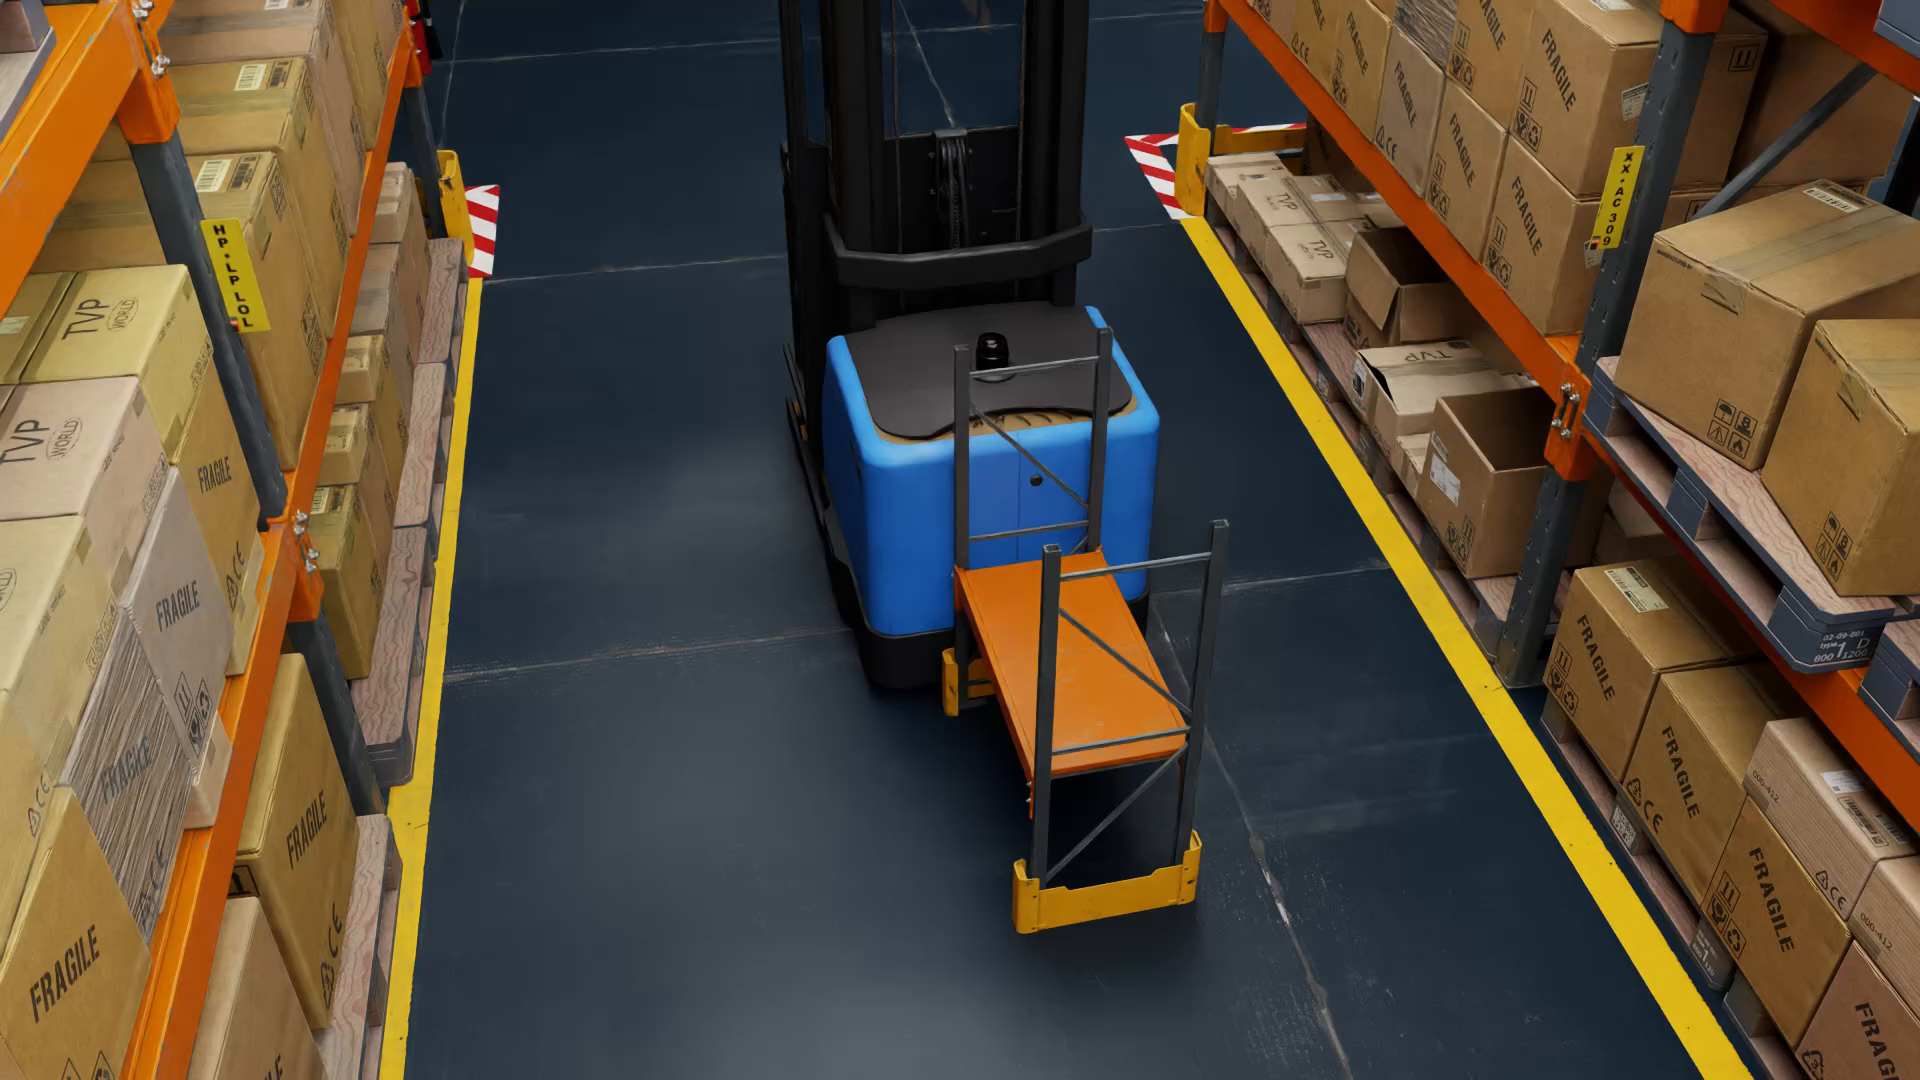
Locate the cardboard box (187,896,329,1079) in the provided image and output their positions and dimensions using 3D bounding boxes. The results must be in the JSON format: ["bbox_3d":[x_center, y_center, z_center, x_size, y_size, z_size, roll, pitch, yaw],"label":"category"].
[{"bbox_3d":[-2.008,1.408,3.902,0.750,0.750,0.750,-5,38,-7],"label":"cardboard box"}]

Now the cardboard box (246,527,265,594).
[{"bbox_3d":[-2.071,0.075,4.397,0.380,0.149,0.250,-6,38,-8],"label":"cardboard box"}]

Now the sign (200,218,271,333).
[{"bbox_3d":[-1.876,-0.680,4.302,0.100,0.325,0.005,-6,38,-8],"label":"sign"}]

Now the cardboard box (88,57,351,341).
[{"bbox_3d":[-2.611,-1.079,5.450,0.980,0.700,0.700,-7,38,-9],"label":"cardboard box"}]

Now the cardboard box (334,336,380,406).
[{"bbox_3d":[-2.411,-0.629,6.282,0.380,0.149,0.250,-7,38,-9],"label":"cardboard box"}]

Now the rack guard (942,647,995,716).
[{"bbox_3d":[0.228,0.468,5.944,0.587,0.250,0.087,-8,39,-10],"label":"rack guard"}]

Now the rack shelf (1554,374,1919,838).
[{"bbox_3d":[2.818,0.767,3.904,1.077,0.370,4.000,-6,38,-8],"label":"rack shelf"}]

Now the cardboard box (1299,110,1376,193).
[{"bbox_3d":[2.104,-2.026,8.592,0.500,0.500,0.500,-6,38,-8],"label":"cardboard box"}]

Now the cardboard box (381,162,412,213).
[{"bbox_3d":[-2.687,-1.571,7.494,0.380,0.149,0.250,-7,38,-8],"label":"cardboard box"}]

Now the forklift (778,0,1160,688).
[{"bbox_3d":[-0.142,-1.533,6.335,1.130,2.935,3.031,-8,39,-10],"label":"forklift"}]

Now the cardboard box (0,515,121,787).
[{"bbox_3d":[-1.906,0.221,3.068,0.500,0.250,0.500,-6,38,-7],"label":"cardboard box"}]

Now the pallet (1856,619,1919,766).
[{"bbox_3d":[2.823,0.592,3.699,1.003,0.211,1.213,-6,38,-8],"label":"pallet"}]

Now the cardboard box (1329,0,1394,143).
[{"bbox_3d":[1.851,-1.968,6.756,0.500,0.500,0.500,-6,38,-7],"label":"cardboard box"}]

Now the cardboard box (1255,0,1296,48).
[{"bbox_3d":[1.680,-2.573,7.536,0.500,0.500,0.500,-7,38,-8],"label":"cardboard box"}]

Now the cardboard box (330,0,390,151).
[{"bbox_3d":[-2.872,-1.979,6.608,0.980,0.700,0.700,-7,38,-8],"label":"cardboard box"}]

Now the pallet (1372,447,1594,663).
[{"bbox_3d":[2.348,-0.039,6.628,1.003,0.211,1.213,-6,38,-8],"label":"pallet"}]

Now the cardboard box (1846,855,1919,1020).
[{"bbox_3d":[2.576,1.017,4.063,0.500,0.250,0.500,-7,38,-9],"label":"cardboard box"}]

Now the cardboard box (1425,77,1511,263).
[{"bbox_3d":[2.035,-1.350,5.962,0.500,0.500,0.500,-5,38,-7],"label":"cardboard box"}]

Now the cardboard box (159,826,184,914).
[{"bbox_3d":[-1.921,0.694,3.600,0.380,0.149,0.250,-6,38,-8],"label":"cardboard box"}]

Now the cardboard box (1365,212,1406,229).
[{"bbox_3d":[2.241,-1.350,7.926,0.500,0.250,0.500,-6,38,-8],"label":"cardboard box"}]

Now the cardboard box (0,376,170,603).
[{"bbox_3d":[-1.995,-0.087,3.465,0.500,0.250,0.500,-5,38,-7],"label":"cardboard box"}]

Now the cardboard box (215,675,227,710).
[{"bbox_3d":[-2.002,0.386,3.997,0.380,0.149,0.250,-5,38,-7],"label":"cardboard box"}]

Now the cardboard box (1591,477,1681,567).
[{"bbox_3d":[2.607,-0.114,6.285,0.500,0.311,0.500,-6,38,-8],"label":"cardboard box"}]

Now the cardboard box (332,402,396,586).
[{"bbox_3d":[-2.524,-0.135,6.174,0.700,0.500,0.500,-7,38,-8],"label":"cardboard box"}]

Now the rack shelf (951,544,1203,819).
[{"bbox_3d":[0.344,0.420,5.281,0.538,0.185,1.000,-8,39,-10],"label":"rack shelf"}]

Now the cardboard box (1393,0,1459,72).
[{"bbox_3d":[1.943,-2.051,6.048,0.500,0.500,0.500,-6,38,-8],"label":"cardboard box"}]

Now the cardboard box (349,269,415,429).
[{"bbox_3d":[-2.712,-0.767,6.987,0.700,0.500,0.500,-7,38,-9],"label":"cardboard box"}]

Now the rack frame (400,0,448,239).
[{"bbox_3d":[-3.110,-2.606,7.660,1.000,3.000,0.127,-6,38,-8],"label":"rack frame"}]

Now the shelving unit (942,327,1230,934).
[{"bbox_3d":[0.342,0.272,5.177,0.587,1.500,1.083,-8,39,-10],"label":"shelving unit"}]

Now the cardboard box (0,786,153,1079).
[{"bbox_3d":[-1.808,0.809,2.923,0.500,0.500,0.500,-5,38,-7],"label":"cardboard box"}]

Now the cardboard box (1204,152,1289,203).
[{"bbox_3d":[1.501,-1.899,8.715,0.380,0.149,0.250,-6,38,-8],"label":"cardboard box"}]

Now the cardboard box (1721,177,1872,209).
[{"bbox_3d":[2.646,-1.102,5.642,0.500,0.500,0.500,-5,38,-7],"label":"cardboard box"}]

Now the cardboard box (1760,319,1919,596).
[{"bbox_3d":[2.513,-0.212,4.154,0.700,0.500,0.500,-1,38,-1],"label":"cardboard box"}]

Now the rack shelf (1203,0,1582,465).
[{"bbox_3d":[2.117,-1.649,7.014,1.077,0.370,4.000,-6,38,-8],"label":"rack shelf"}]

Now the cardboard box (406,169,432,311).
[{"bbox_3d":[-2.889,-1.373,7.767,0.700,0.500,0.500,-6,38,-8],"label":"cardboard box"}]

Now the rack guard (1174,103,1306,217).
[{"bbox_3d":[1.779,-2.108,9.056,1.175,0.500,0.348,-6,38,-8],"label":"rack guard"}]

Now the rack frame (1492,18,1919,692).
[{"bbox_3d":[2.467,-0.725,5.238,1.000,3.000,0.127,-6,38,-8],"label":"rack frame"}]

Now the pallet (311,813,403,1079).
[{"bbox_3d":[-2.199,1.369,4.816,1.003,0.211,1.213,-6,38,-8],"label":"pallet"}]

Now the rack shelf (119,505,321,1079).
[{"bbox_3d":[-2.058,1.302,3.216,1.077,0.370,4.000,-6,38,-8],"label":"rack shelf"}]

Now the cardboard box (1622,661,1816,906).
[{"bbox_3d":[2.417,0.728,5.047,0.500,0.500,0.500,-6,38,-7],"label":"cardboard box"}]

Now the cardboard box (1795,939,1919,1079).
[{"bbox_3d":[2.585,1.336,4.265,0.500,0.500,0.500,-8,38,-10],"label":"cardboard box"}]

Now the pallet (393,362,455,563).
[{"bbox_3d":[-2.682,-0.295,6.958,1.003,0.211,1.213,-6,38,-8],"label":"pallet"}]

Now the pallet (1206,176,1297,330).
[{"bbox_3d":[1.920,-1.513,8.525,1.003,0.211,1.213,-6,38,-8],"label":"pallet"}]

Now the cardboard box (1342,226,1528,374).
[{"bbox_3d":[2.133,-1.047,7.329,0.797,0.503,0.637,-6,38,-8],"label":"cardboard box"}]

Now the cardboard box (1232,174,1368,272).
[{"bbox_3d":[1.670,-1.568,8.206,0.500,0.250,0.500,-6,38,-8],"label":"cardboard box"}]

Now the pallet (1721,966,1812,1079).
[{"bbox_3d":[2.864,1.602,4.516,1.003,0.211,1.213,-6,38,-8],"label":"pallet"}]

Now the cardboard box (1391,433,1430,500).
[{"bbox_3d":[1.963,-0.307,6.665,0.380,0.149,0.250,-6,38,-8],"label":"cardboard box"}]

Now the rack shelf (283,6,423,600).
[{"bbox_3d":[-2.760,-1.114,6.325,1.077,0.370,4.000,-6,38,-8],"label":"rack shelf"}]

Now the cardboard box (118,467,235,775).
[{"bbox_3d":[-1.981,0.204,3.702,0.500,0.500,0.500,-6,38,-8],"label":"cardboard box"}]

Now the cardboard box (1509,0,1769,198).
[{"bbox_3d":[2.124,-1.437,5.258,0.500,0.500,0.500,-6,38,-8],"label":"cardboard box"}]

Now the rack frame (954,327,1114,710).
[{"bbox_3d":[0.228,-0.026,5.561,0.500,1.500,0.032,-8,39,-10],"label":"rack frame"}]
